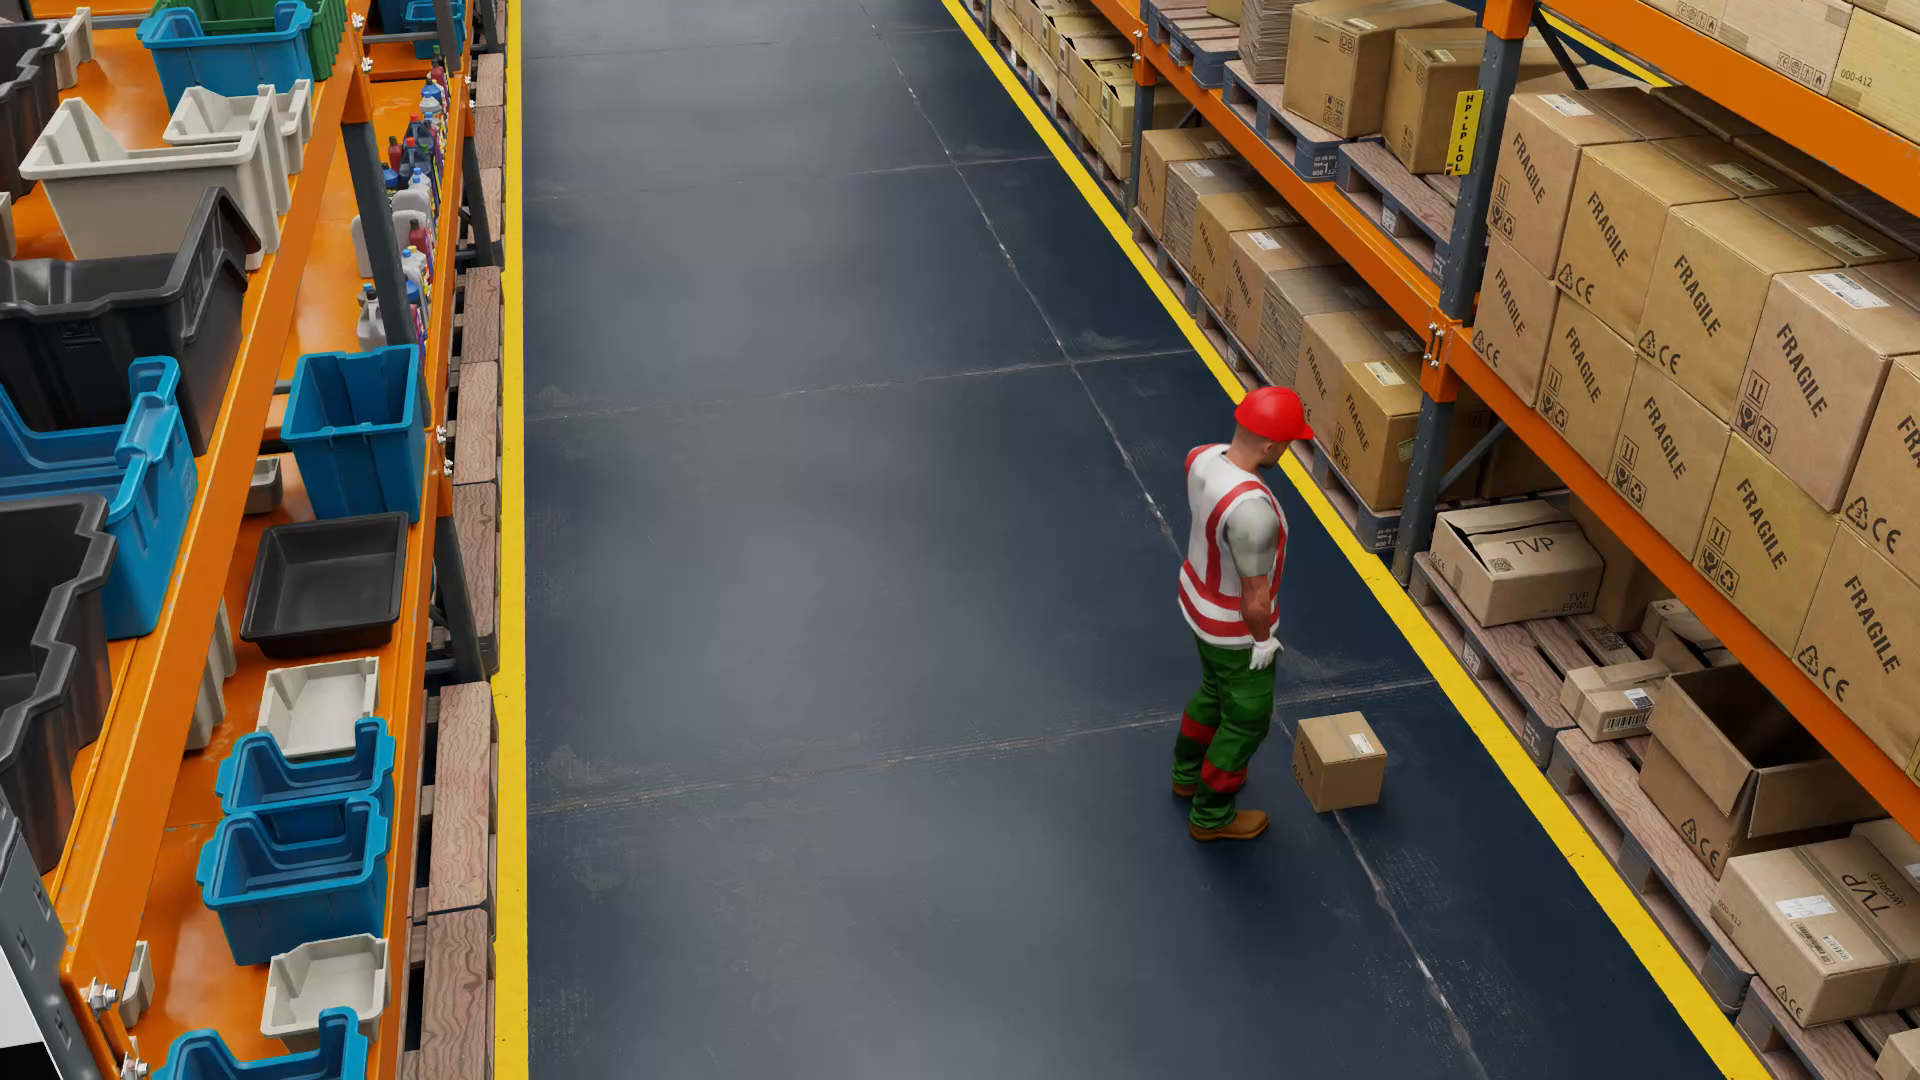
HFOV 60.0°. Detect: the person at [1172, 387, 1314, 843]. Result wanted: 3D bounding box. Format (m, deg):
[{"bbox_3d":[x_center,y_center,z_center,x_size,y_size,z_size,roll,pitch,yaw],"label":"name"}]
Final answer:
[{"bbox_3d":[0.956,0.256,5.761,0.388,1.766,0.533,-6,35,-9],"label":"person"}]
